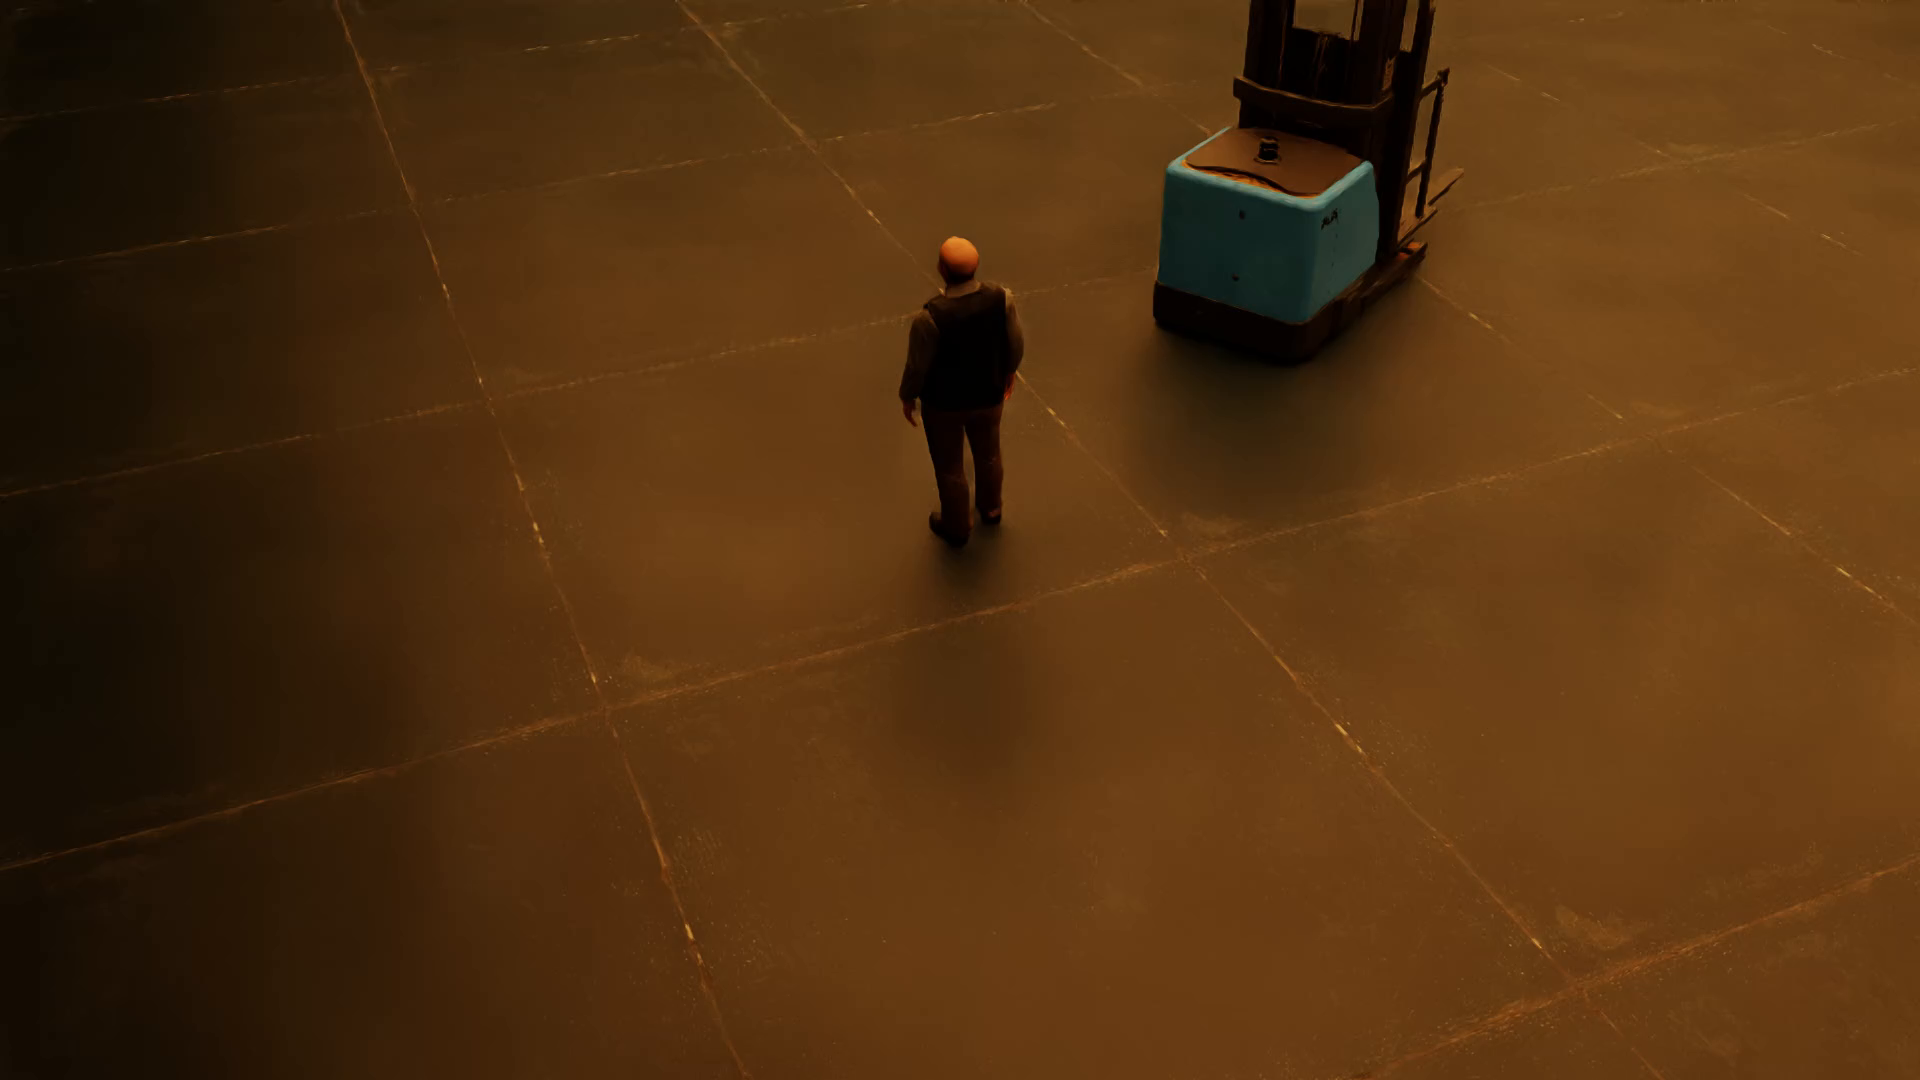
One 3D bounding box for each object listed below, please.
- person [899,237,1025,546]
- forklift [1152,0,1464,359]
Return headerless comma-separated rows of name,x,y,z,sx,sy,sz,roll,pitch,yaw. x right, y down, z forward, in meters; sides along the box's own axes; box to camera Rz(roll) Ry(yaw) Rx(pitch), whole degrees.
person,-0.017,-0.743,8.174,0.632,1.720,0.567,-14,38,-19
forklift,2.487,-3.092,10.446,1.130,2.935,3.031,23,41,28
